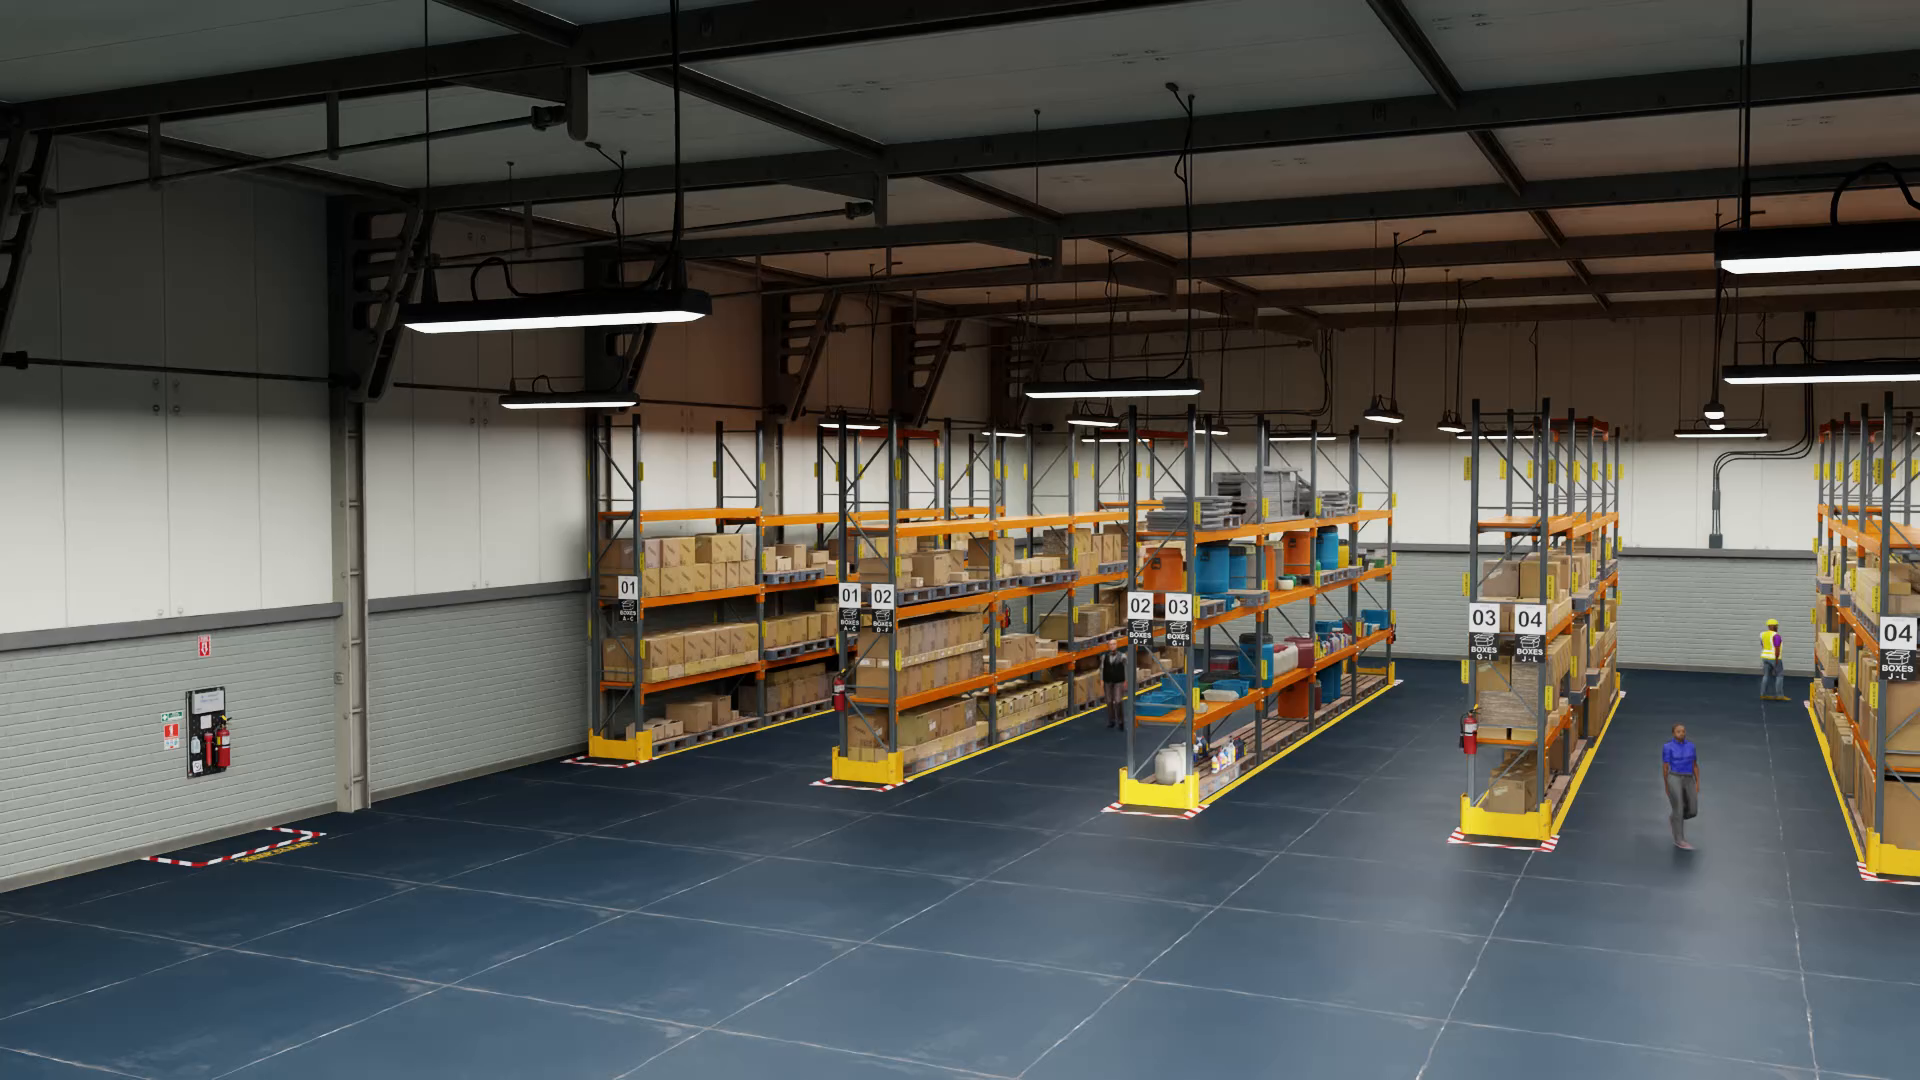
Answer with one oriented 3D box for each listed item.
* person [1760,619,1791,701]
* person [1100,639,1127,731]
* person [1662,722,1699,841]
[{"bbox_3d":[17.812,2.615,36.436,0.558,1.774,0.567,-1,3,-22],"label":"person"},{"bbox_3d":[2.982,2.834,32.309,0.504,1.795,0.451,1,3,26],"label":"person"},{"bbox_3d":[9.637,3.227,22.282,0.468,1.563,0.515,0,2,-5],"label":"person"}]
